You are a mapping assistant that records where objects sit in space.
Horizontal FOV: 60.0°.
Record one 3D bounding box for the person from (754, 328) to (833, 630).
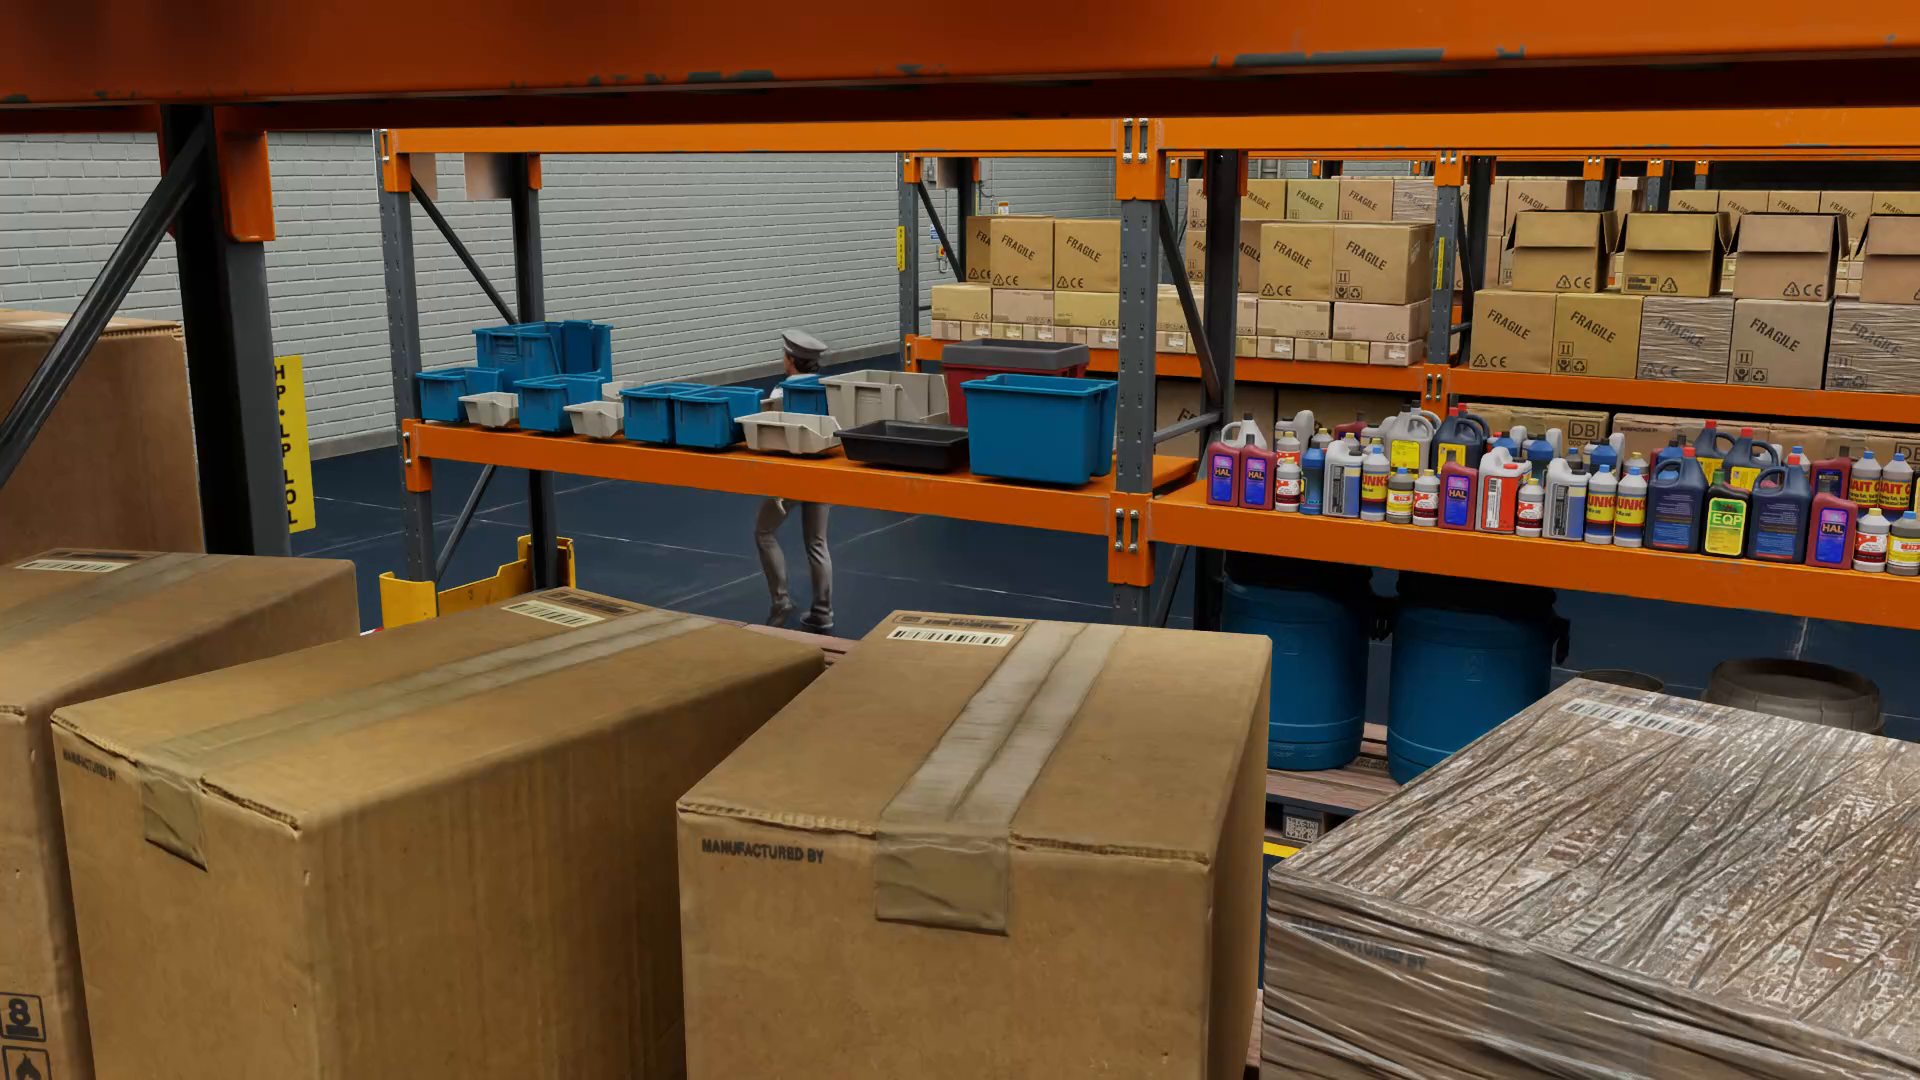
[{"bbox_3d":[-0.898,-0.311,9.306,0.495,1.733,0.481,-10,16,-36],"label":"person"}]
